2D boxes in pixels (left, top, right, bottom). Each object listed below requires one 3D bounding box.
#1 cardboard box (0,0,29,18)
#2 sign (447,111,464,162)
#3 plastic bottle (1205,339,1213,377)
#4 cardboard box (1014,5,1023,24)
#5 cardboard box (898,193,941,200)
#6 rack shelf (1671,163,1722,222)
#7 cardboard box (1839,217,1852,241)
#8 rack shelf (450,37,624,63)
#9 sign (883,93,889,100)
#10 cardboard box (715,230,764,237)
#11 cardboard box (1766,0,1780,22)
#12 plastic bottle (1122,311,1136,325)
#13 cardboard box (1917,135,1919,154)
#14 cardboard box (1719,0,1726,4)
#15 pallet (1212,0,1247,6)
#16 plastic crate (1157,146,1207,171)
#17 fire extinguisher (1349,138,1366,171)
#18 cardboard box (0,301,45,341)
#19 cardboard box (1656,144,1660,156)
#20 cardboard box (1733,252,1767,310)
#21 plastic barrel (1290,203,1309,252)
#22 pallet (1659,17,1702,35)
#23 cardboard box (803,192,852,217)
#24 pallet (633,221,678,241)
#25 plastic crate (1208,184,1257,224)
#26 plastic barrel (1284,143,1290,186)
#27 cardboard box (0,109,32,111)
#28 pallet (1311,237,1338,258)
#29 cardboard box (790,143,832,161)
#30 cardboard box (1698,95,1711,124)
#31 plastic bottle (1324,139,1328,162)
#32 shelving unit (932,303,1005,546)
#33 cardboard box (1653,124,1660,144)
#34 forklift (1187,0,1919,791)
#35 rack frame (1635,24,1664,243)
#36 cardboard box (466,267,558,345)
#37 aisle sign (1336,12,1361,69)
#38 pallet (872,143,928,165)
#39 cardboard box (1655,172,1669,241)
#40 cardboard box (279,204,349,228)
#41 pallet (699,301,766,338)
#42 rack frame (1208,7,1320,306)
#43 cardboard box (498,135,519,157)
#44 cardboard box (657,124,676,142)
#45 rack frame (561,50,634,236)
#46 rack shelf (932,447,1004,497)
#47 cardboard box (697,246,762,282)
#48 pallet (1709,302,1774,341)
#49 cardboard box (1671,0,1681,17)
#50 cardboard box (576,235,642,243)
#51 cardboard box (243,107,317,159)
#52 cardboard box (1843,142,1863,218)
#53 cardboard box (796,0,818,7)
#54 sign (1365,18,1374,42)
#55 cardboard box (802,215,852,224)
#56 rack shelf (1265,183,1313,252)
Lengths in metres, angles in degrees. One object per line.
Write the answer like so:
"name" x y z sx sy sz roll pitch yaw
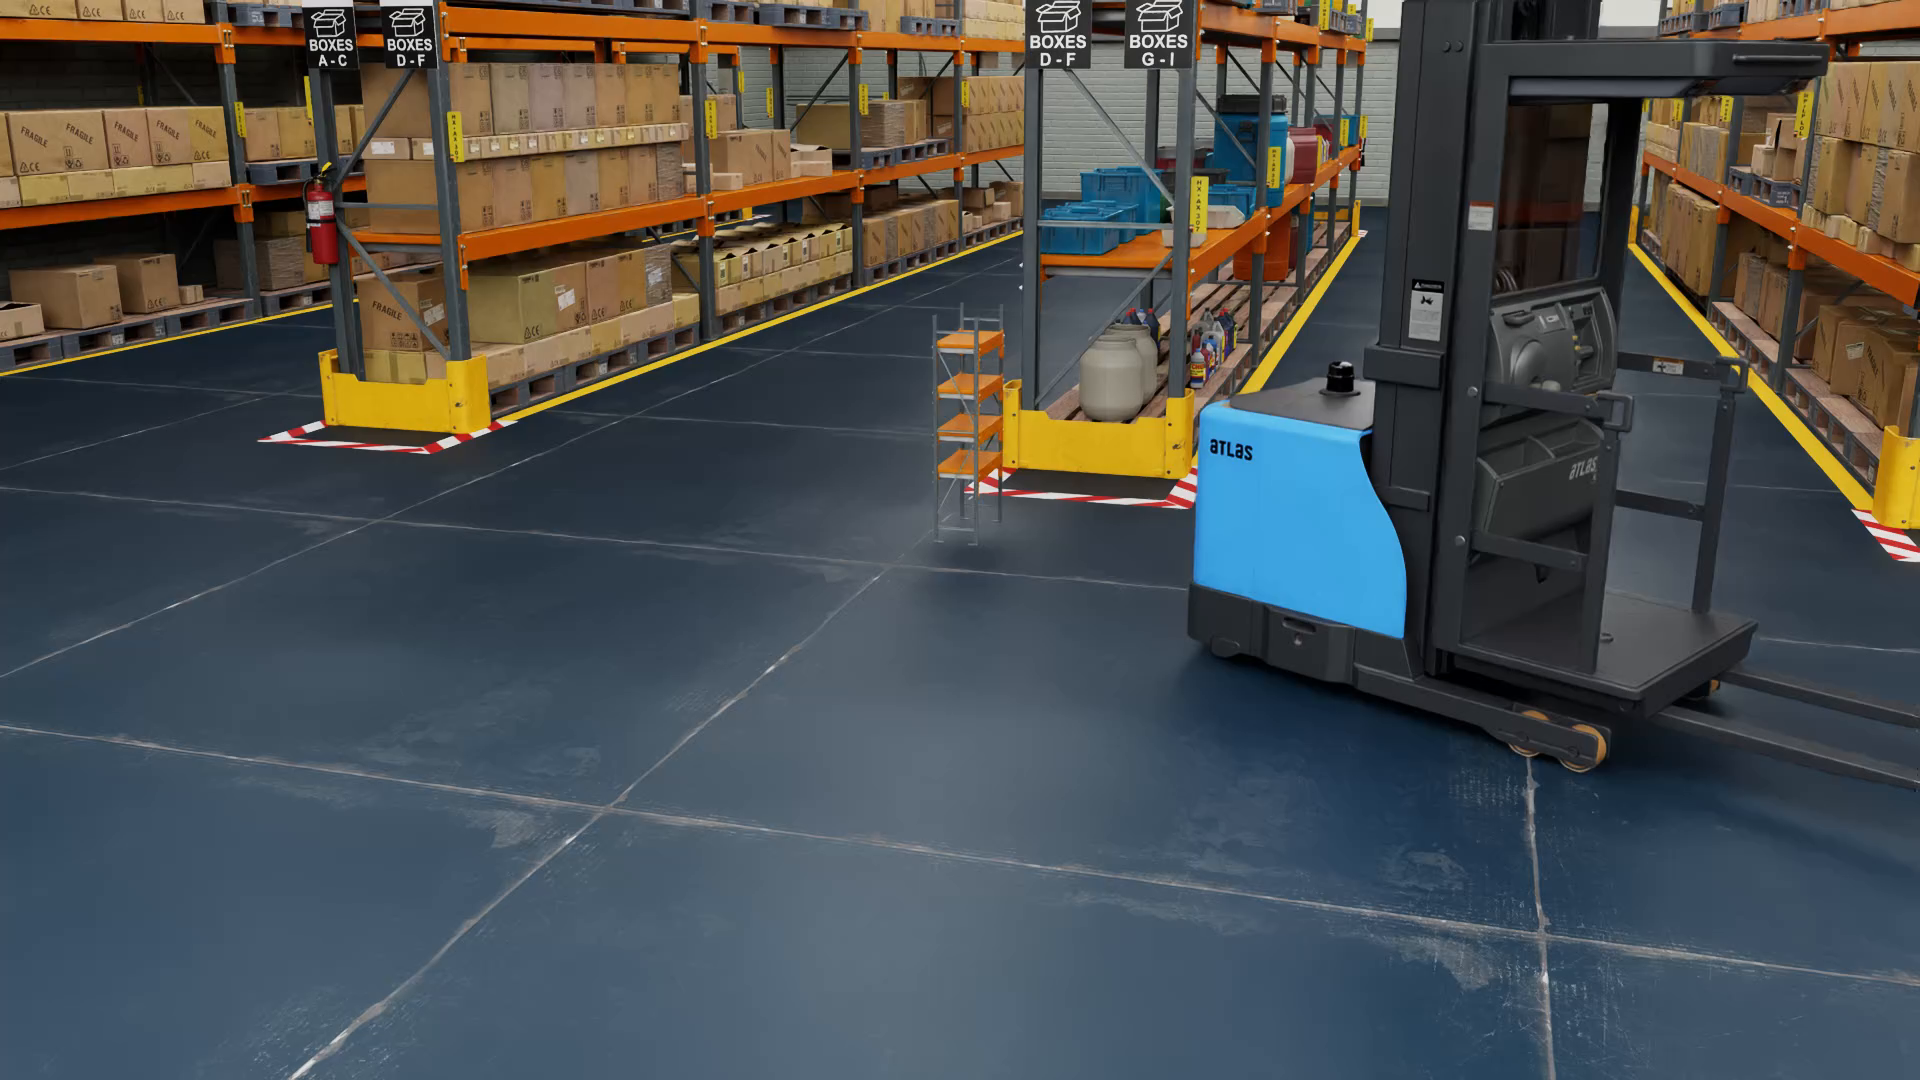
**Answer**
"cardboard box" -7.958 -4.487 13.436 0.500 0.500 0.500 5 17 18
"sign" -3.342 -2.671 11.019 0.100 0.325 0.005 5 16 16
"plastic bottle" 1.815 -1.341 12.256 0.097 0.271 0.097 0 16 0
"cardboard box" 0.631 -7.774 24.602 0.500 0.250 0.500 5 16 16
"cardboard box" -0.572 -4.581 23.258 0.500 0.500 0.500 5 16 16
"rack shelf" 8.466 -3.762 17.916 1.077 0.370 4.000 5 16 16
"cardboard box" 6.080 -2.056 11.042 0.380 0.149 0.250 5 16 16
"rack shelf" -5.781 -6.358 21.569 1.077 0.370 4.000 5 16 16
"sign" -0.985 -5.857 22.397 0.100 0.325 0.005 5 16 16
"cardboard box" -2.318 -3.118 17.566 0.500 0.311 0.500 4 16 14
"cardboard box" 7.237 -4.583 14.270 0.500 0.250 0.500 5 17 17
"plastic bottle" 1.331 -1.632 13.133 0.144 0.351 0.185 4 16 14
"cardboard box" 5.544 -2.328 8.978 0.500 0.500 0.500 5 16 16
"cardboard box" 8.636 -5.954 18.220 0.500 0.311 0.500 4 16 14
"pallet" 1.204 -3.437 10.300 1.003 0.211 1.213 5 16 16
"plastic crate" 1.856 -3.104 14.159 0.402 0.464 0.583 5 16 16
"fire extinguisher" 5.901 -5.850 24.782 0.296 0.674 0.183 5 16 16
"cardboard box" -8.178 -1.886 14.103 0.500 0.311 0.500 6 17 20
"cardboard box" 9.318 -5.088 21.730 0.380 0.149 0.250 4 16 14
"cardboard box" 7.727 -2.418 15.630 0.700 0.500 0.500 4 16 13
"plastic barrel" 3.914 -3.882 20.095 0.600 0.901 0.708 5 16 16
"pallet" 9.970 -6.884 22.267 1.003 0.211 1.213 5 16 16
"cardboard box" -1.546 -4.002 19.843 0.500 0.250 0.500 5 17 18
"pallet" -4.922 -4.635 24.785 1.003 0.211 1.213 5 16 16
"plastic crate" 1.958 -2.541 12.562 0.499 0.251 0.616 5 16 16
"plastic barrel" 2.942 -3.627 15.916 0.421 0.512 0.421 0 16 0
"cardboard box" -8.255 -3.481 14.469 0.500 0.500 0.500 5 17 17
"pallet" 4.457 -3.870 22.086 1.003 0.211 1.213 5 16 16
"cardboard box" -1.744 -4.220 18.373 0.500 0.311 0.500 6 17 19
"cardboard box" 8.861 -4.995 18.920 0.797 0.503 0.637 4 16 14
"plastic bottle" 4.462 -4.767 20.354 0.061 0.283 0.133 5 16 16
"shelving unit" 0.047 -0.621 8.818 0.258 1.200 0.503 5 16 16
"cardboard box" 9.488 -5.377 22.019 0.500 0.250 0.500 4 16 14
"forklift" 2.370 -0.743 6.076 1.130 2.935 3.031 -15 22 -43
"rack frame" 10.171 -5.678 23.352 1.000 3.000 0.127 5 16 16
"cardboard box" -3.367 -1.755 12.416 0.500 0.500 0.500 5 16 16
"aisle sign" 5.724 -7.309 24.337 0.394 0.787 0.004 5 16 16
"pallet" -1.051 -4.771 20.506 1.003 0.211 1.213 5 16 16
"cardboard box" 9.807 -4.446 22.133 0.875 0.875 0.875 5 16 16
"cardboard box" -7.027 -3.507 18.096 0.500 0.250 0.500 4 16 14
"pallet" -2.564 -2.162 16.066 1.003 0.211 1.213 5 16 16
"rack frame" 3.149 -3.969 17.327 1.000 3.000 0.127 5 16 16
"cardboard box" -3.410 -2.842 11.980 0.380 0.149 0.250 5 16 16
"cardboard box" -2.680 -3.516 14.356 0.380 0.149 0.250 4 16 15
"rack frame" -5.213 -5.784 23.725 1.000 3.000 0.127 5 16 16
"rack shelf" 0.047 -0.365 8.891 0.258 0.148 0.480 5 16 16
"cardboard box" -2.232 -2.676 16.010 0.500 0.311 0.500 4 16 15
"pallet" 7.674 -2.039 15.633 1.003 0.211 1.213 5 16 16
"cardboard box" 9.799 -7.142 21.877 0.700 0.500 0.500 4 16 14
"cardboard box" -3.168 -2.451 14.868 0.500 0.500 0.500 5 16 16
"cardboard box" -7.143 -4.227 17.246 0.700 0.500 0.500 6 17 22
"cardboard box" 6.352 -2.350 10.890 0.875 0.500 0.500 5 16 16
"cardboard box" -1.806 -5.666 17.316 0.500 0.250 0.500 5 17 17
"sign" 5.954 -7.417 24.175 0.100 0.325 0.005 5 16 16
"cardboard box" -1.558 -3.626 19.892 0.500 0.500 0.500 5 17 18
"rack shelf" 2.581 -3.100 15.580 1.077 0.370 4.000 5 16 16
